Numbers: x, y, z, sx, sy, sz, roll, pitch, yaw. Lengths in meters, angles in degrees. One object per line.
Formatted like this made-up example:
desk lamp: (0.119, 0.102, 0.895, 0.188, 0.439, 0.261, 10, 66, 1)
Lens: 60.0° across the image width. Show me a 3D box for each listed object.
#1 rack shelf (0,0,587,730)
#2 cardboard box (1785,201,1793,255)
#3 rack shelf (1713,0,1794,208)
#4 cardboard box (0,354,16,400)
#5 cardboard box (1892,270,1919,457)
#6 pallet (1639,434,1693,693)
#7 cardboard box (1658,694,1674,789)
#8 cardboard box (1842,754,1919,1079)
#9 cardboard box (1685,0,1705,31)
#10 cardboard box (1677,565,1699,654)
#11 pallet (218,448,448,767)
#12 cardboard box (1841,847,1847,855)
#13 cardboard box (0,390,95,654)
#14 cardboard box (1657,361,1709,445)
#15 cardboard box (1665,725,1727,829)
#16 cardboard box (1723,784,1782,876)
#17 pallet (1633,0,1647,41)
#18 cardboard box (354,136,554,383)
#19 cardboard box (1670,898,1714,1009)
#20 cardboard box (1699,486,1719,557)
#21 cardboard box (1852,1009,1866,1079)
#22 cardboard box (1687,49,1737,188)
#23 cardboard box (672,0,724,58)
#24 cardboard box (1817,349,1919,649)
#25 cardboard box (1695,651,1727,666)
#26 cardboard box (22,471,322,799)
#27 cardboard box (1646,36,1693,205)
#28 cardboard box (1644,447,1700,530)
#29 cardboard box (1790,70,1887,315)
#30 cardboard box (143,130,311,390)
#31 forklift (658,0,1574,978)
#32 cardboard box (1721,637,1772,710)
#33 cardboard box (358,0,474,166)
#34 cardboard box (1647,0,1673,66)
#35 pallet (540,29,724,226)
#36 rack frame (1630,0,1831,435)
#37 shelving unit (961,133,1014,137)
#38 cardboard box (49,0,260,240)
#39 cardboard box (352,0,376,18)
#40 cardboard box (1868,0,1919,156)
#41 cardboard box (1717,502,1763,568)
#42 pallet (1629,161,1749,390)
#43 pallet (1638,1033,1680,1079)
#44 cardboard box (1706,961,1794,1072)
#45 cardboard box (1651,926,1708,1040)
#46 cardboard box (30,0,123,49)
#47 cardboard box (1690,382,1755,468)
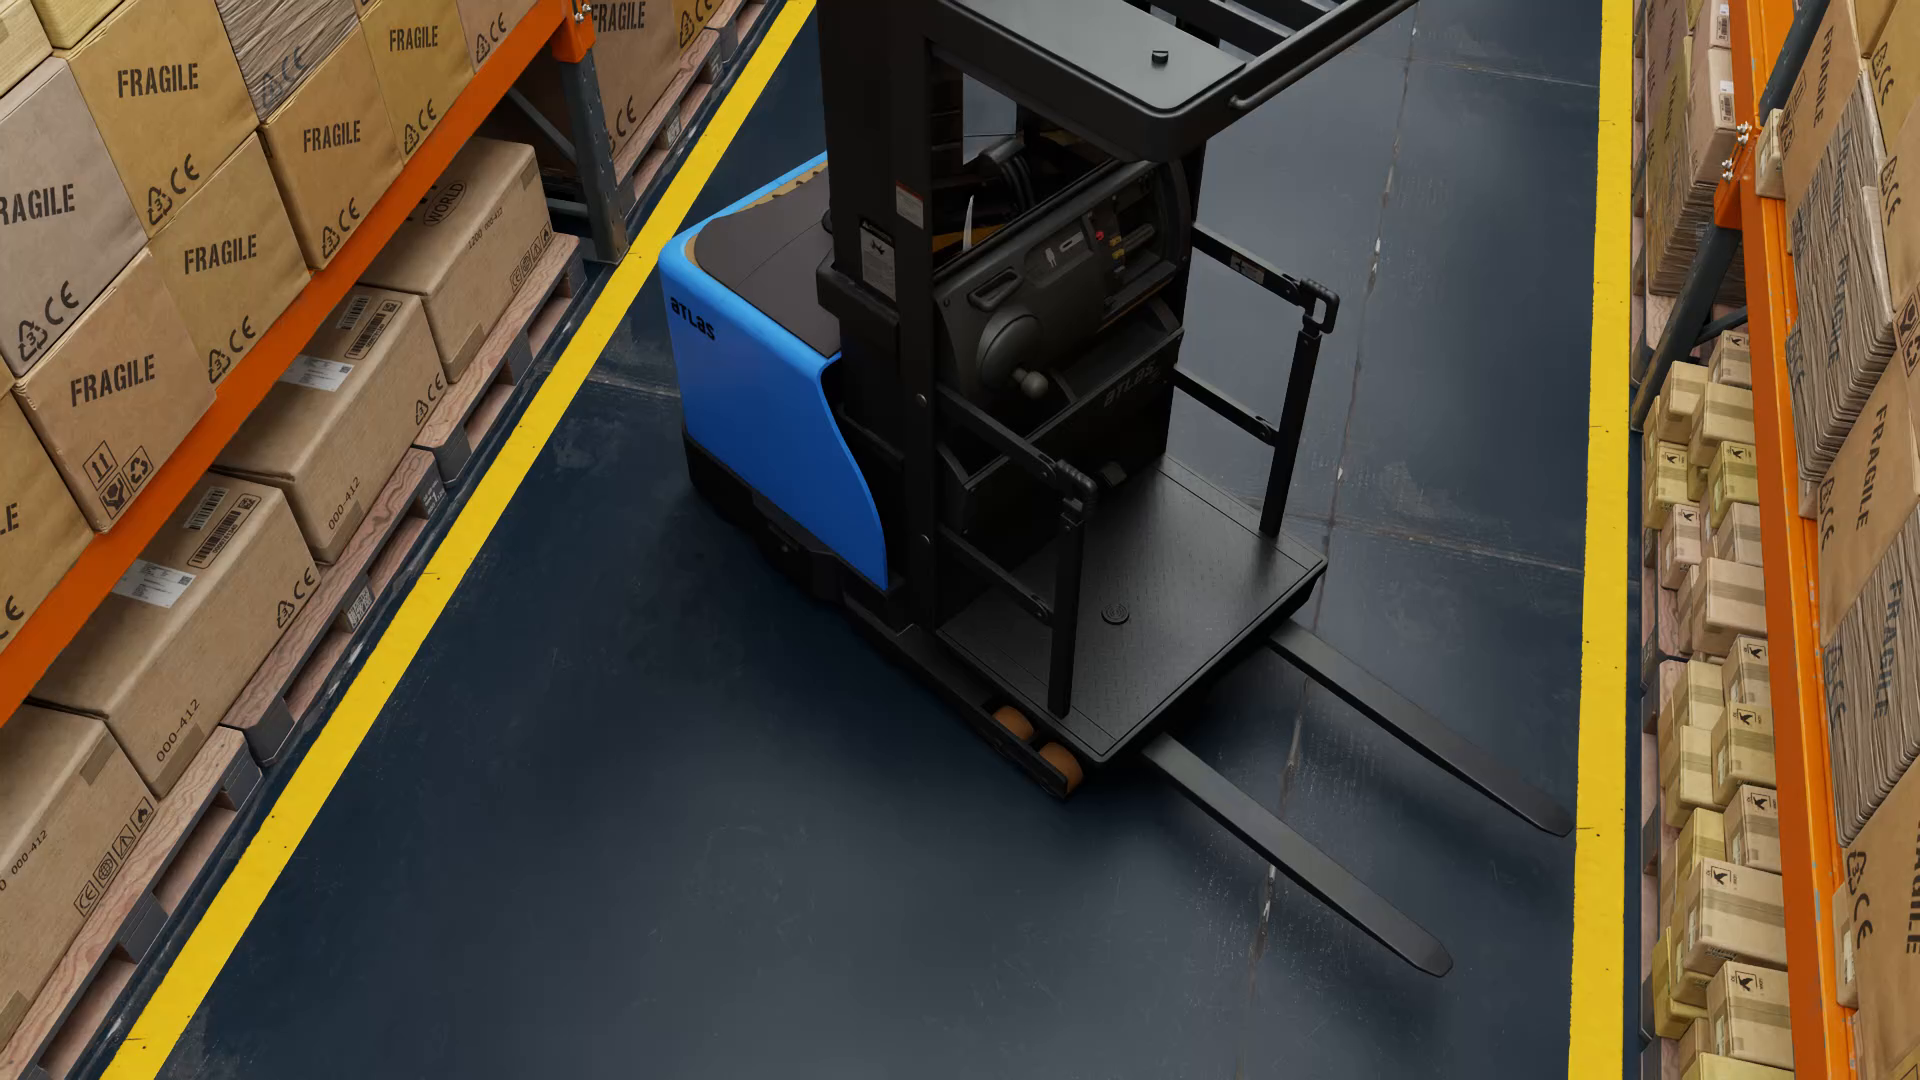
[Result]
rack shelf: (-2.374, -0.553, 4.717, 1.077, 0.370, 4.000, 12, 50, 10)
cardboard box: (2.568, -0.909, 4.719, 0.380, 0.149, 0.250, 13, 50, 11)
rack shelf: (3.481, -2.542, 6.473, 1.077, 0.370, 4.000, 12, 50, 10)
cardboard box: (-2.370, -0.374, 3.346, 0.500, 0.500, 0.500, 10, 49, 9)
cardboard box: (2.180, -0.411, 3.180, 0.500, 0.500, 0.500, 10, 49, 9)
pallet: (2.812, 0.082, 5.537, 1.003, 0.211, 1.213, 12, 50, 10)
cardboard box: (2.247, 0.617, 4.826, 0.380, 0.149, 0.250, 10, 49, 9)
cardboard box: (1.913, 0.681, 2.884, 0.500, 0.500, 0.500, 11, 49, 9)
cardboard box: (3.181, -2.237, 6.610, 0.500, 0.250, 0.500, 10, 49, 8)
cardboard box: (2.445, 0.247, 5.153, 0.380, 0.149, 0.250, 11, 49, 9)
pallet: (-2.442, 0.105, 5.517, 1.003, 0.211, 1.213, 12, 50, 10)
cardboard box: (2.011, 0.620, 3.369, 0.380, 0.149, 0.250, 10, 49, 8)
cardboard box: (-2.390, -0.039, 3.717, 0.500, 0.500, 0.500, 11, 49, 10)
cardboard box: (2.551, -0.429, 5.551, 0.380, 0.149, 0.250, 14, 50, 12)
cardboard box: (2.156, 0.688, 4.565, 0.380, 0.149, 0.250, 12, 50, 10)
cardboard box: (2.187, 0.802, 4.266, 0.380, 0.149, 0.250, 10, 49, 9)
pallet: (3.801, -2.739, 8.027, 1.003, 0.211, 1.213, 12, 50, 10)
cardboard box: (-2.116, -1.096, 6.145, 0.875, 0.438, 0.875, 11, 49, 9)
cardboard box: (2.025, 1.074, 4.224, 0.380, 0.149, 0.250, 12, 50, 11)
cardboard box: (2.541, -0.045, 5.212, 0.380, 0.149, 0.250, 11, 50, 10)
cardboard box: (1.868, 0.994, 3.039, 0.380, 0.149, 0.250, 11, 50, 10)
cardboard box: (2.907, -1.482, 5.945, 0.500, 0.250, 0.500, 10, 49, 9)
cardboard box: (-1.531, -2.793, 7.351, 0.875, 0.875, 0.875, 13, 50, 11)
cardboard box: (2.178, -0.047, 3.525, 0.500, 0.500, 0.500, 14, 50, 12)
cardboard box: (2.372, 0.344, 4.868, 0.380, 0.149, 0.250, 14, 50, 12)
cardboard box: (-2.590, 0.204, 4.998, 0.875, 0.438, 0.875, 13, 50, 11)
cardboard box: (3.042, -1.602, 6.550, 0.500, 0.500, 0.500, 11, 49, 9)
cardboard box: (2.479, -0.137, 5.492, 0.380, 0.149, 0.250, 13, 50, 11)
cardboard box: (2.458, -0.797, 4.188, 0.500, 0.500, 0.500, 12, 50, 10)
cardboard box: (-2.123, -0.769, 4.362, 0.500, 0.500, 0.500, 13, 50, 11)
forklift: (0.446, -0.636, 4.356, 3.031, 2.935, 1.130, 37, 58, 28)
cardboard box: (2.331, 0.437, 4.588, 0.380, 0.149, 0.250, 10, 49, 8)
cardboard box: (-1.853, -1.511, 5.017, 0.500, 0.500, 0.500, 10, 49, 9)
cardboard box: (3.316, -2.341, 7.203, 0.500, 0.500, 0.500, 10, 49, 9)
pallet: (-1.717, -1.888, 7.275, 1.003, 0.211, 1.213, 12, 50, 10)
rack frame: (2.955, -1.334, 4.927, 1.000, 3.000, 0.127, 12, 50, 10)
shelving unit: (0.101, -1.105, 6.125, 0.258, 0.900, 0.210, -3, 49, -3)
cardboard box: (-2.111, -1.109, 3.995, 0.500, 0.500, 0.500, 12, 50, 10)
cardboard box: (-1.846, -1.840, 4.640, 0.500, 0.500, 0.500, 11, 49, 9)
cardboard box: (2.479, -1.140, 3.823, 0.500, 0.500, 0.500, 10, 49, 9)
cardboard box: (2.469, 0.055, 4.925, 0.380, 0.149, 0.250, 10, 49, 9)
pallet: (3.158, -0.974, 6.469, 1.003, 0.211, 1.213, 12, 50, 10)
pallet: (2.170, 1.847, 3.979, 1.003, 0.211, 1.213, 12, 50, 10)
cardboard box: (1.993, 1.177, 3.936, 0.380, 0.149, 0.250, 10, 49, 9)
cardboard box: (2.021, 1.184, 4.326, 0.380, 0.149, 0.250, 10, 49, 8)
cardboard box: (-2.091, -1.238, 3.676, 0.380, 0.149, 0.250, 10, 49, 9)
cardboard box: (2.535, -0.330, 5.266, 0.380, 0.149, 0.250, 14, 50, 12)
